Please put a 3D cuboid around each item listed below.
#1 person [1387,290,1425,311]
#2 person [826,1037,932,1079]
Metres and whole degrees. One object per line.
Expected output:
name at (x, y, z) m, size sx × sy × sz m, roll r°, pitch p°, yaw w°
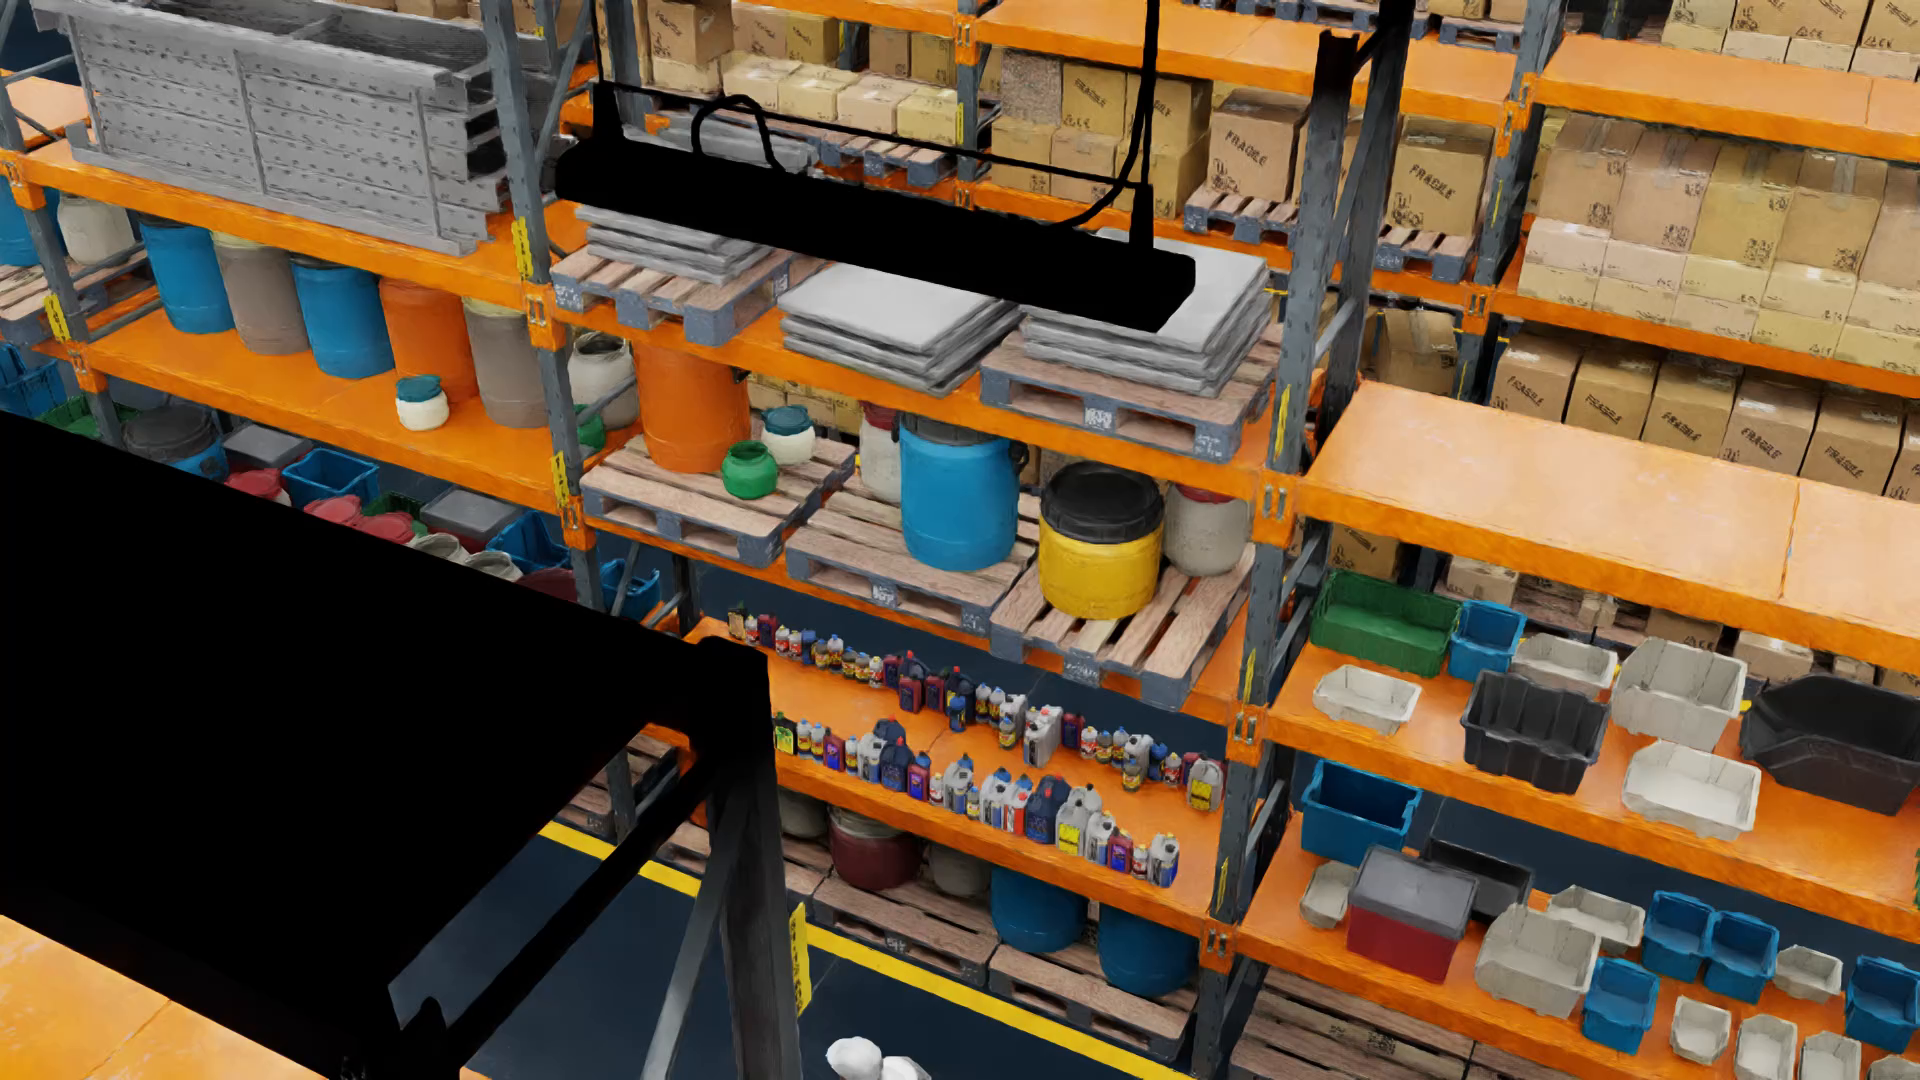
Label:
person at (3.918, -1.521, 14.641) m, size 1.090 × 1.583 × 0.497 m, roll 18°, pitch 39°, yaw 23°
person at (-0.356, 3.036, 8.048) m, size 0.549 × 1.735 × 0.702 m, roll 15°, pitch 38°, yaw 20°
